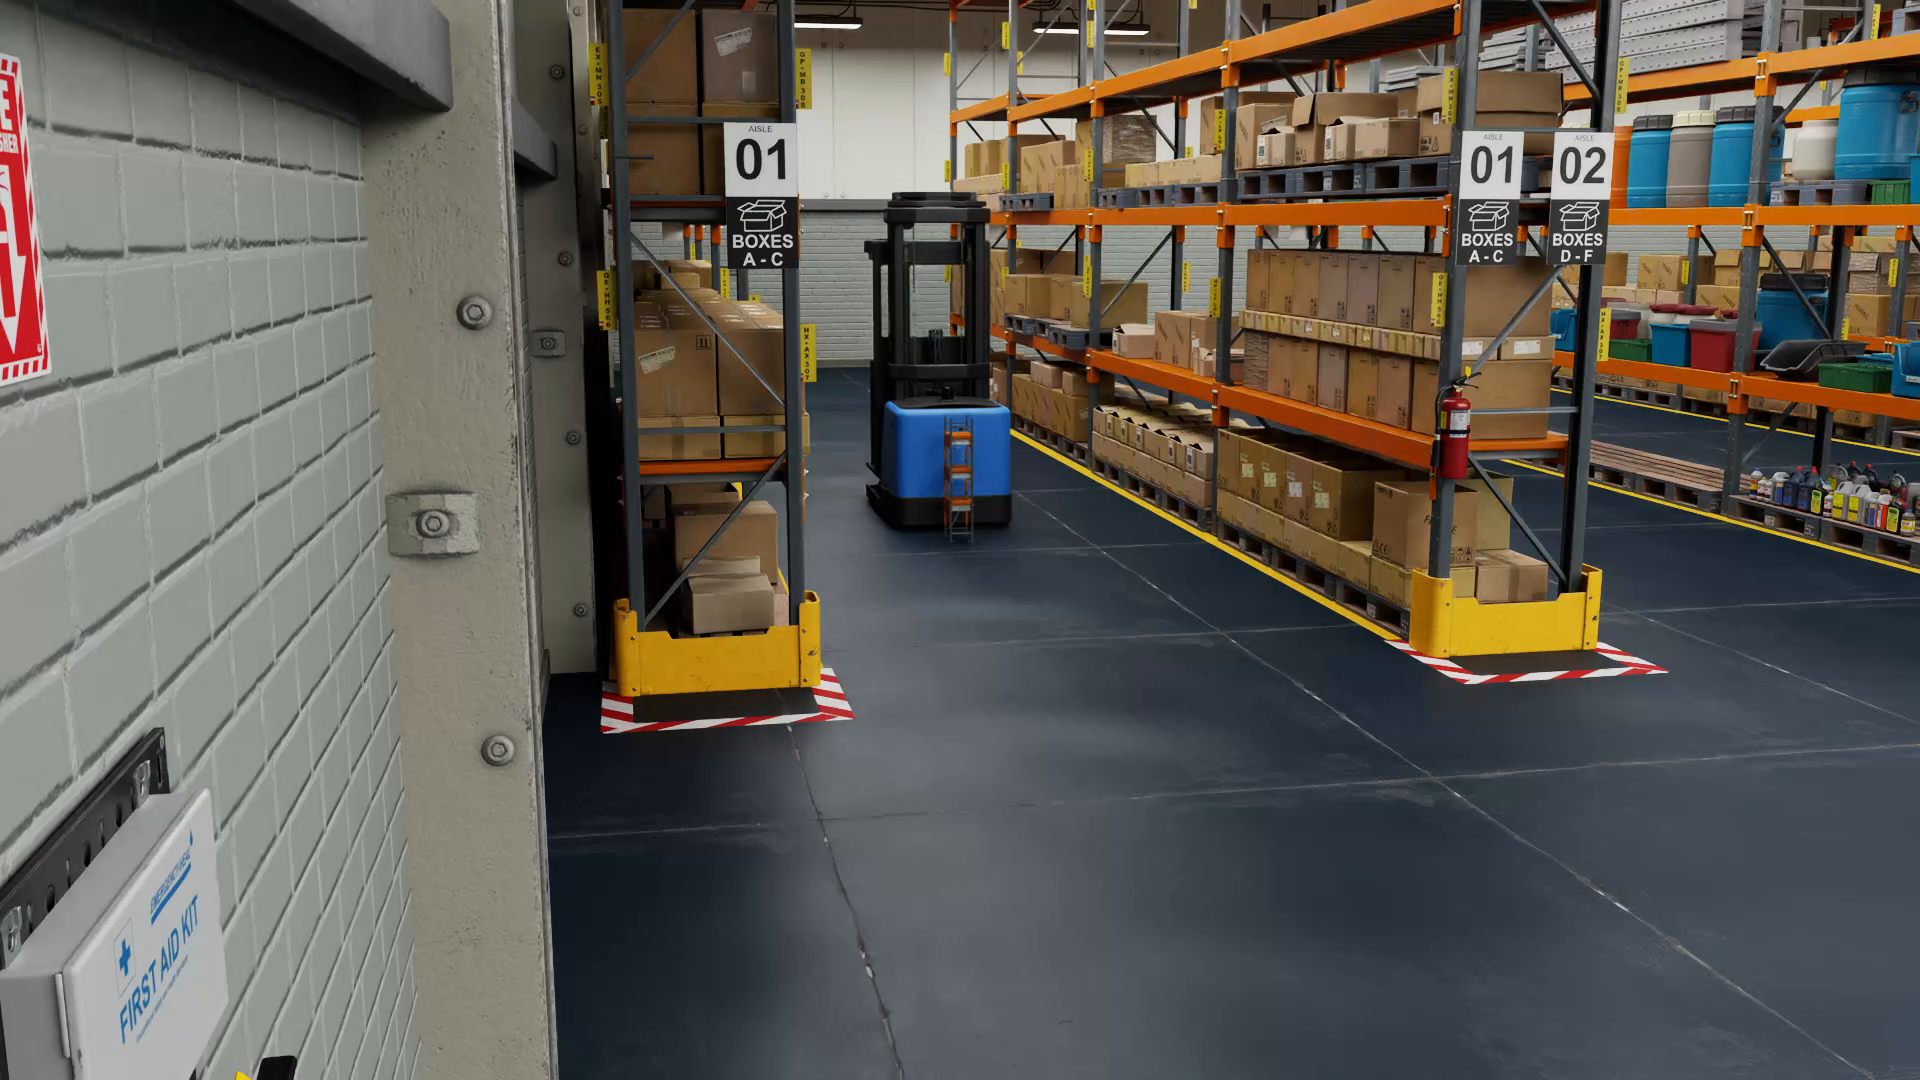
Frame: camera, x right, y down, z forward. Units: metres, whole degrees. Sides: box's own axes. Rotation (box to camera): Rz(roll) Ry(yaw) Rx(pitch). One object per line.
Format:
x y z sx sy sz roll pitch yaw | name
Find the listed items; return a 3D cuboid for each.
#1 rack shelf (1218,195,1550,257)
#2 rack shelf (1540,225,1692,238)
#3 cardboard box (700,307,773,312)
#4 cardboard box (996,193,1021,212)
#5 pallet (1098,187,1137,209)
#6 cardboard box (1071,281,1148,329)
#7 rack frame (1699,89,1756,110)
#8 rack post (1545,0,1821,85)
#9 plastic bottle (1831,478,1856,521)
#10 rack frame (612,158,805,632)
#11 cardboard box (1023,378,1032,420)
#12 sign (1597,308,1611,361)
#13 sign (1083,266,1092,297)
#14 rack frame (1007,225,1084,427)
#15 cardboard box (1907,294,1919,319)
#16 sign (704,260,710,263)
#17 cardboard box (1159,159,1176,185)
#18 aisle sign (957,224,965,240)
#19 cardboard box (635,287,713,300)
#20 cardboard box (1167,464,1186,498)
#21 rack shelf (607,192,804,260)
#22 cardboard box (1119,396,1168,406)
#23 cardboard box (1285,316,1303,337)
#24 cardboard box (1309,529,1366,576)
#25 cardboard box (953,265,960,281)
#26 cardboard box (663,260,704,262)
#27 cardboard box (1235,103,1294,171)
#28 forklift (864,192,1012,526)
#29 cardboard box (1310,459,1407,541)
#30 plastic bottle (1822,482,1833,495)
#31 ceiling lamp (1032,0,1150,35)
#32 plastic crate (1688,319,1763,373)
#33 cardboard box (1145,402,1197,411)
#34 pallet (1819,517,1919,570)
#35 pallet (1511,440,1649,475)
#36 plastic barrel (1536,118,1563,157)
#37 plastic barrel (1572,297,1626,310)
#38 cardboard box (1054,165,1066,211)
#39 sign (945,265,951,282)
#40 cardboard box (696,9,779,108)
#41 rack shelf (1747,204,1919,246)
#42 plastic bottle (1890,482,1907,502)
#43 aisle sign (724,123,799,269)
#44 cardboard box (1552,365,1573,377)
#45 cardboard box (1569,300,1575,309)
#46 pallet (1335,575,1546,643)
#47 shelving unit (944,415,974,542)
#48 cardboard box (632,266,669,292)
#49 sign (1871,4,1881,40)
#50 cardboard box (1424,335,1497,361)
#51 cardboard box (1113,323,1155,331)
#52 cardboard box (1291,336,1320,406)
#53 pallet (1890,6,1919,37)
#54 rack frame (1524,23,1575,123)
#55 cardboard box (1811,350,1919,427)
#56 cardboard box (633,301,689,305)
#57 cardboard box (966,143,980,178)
3.070 -2.284 12.073 1.077 0.370 4.000 -2 11 -11 | rack shelf
10.454 -4.844 25.526 1.077 0.370 4.000 -2 11 -11 | rack shelf
-1.592 -1.394 11.842 0.500 0.500 0.500 -2 11 -13 | cardboard box
0.770 -4.477 22.074 0.500 0.250 0.500 -2 11 -11 | cardboard box
2.123 -3.523 17.168 1.213 0.211 1.003 -2 11 -8 | pallet
1.670 -2.631 18.605 0.700 0.500 0.500 -6 12 -30 | cardboard box
10.843 -6.304 23.251 1.000 3.000 0.127 -2 11 -11 | rack frame
7.073 -5.113 16.458 1.013 1.000 3.121 -2 11 -11 | rack post
7.410 -0.349 13.914 0.144 0.351 0.185 -2 11 -11 | plastic bottle
-1.399 -0.616 9.409 1.000 3.000 0.127 -2 11 -11 | rack frame
1.095 -1.791 21.091 0.500 0.500 0.500 -2 11 -10 | cardboard box
4.005 -1.280 10.371 0.100 0.325 0.005 -2 11 -11 | sign
1.373 -2.772 17.855 0.100 0.325 0.005 -2 11 -11 | sign
1.125 -2.997 21.923 1.000 3.000 0.127 -2 11 -11 | rack frame
11.794 -2.772 20.468 0.500 0.500 0.500 -2 11 -9 | cardboard box
-3.203 -3.368 20.985 0.100 0.325 0.005 -2 11 -11 | sign
2.267 -3.588 16.281 0.500 0.250 0.500 -2 11 -12 | cardboard box
0.046 -5.010 25.544 0.394 0.787 0.004 -2 11 -11 | aisle sign
-2.854 -2.262 16.617 0.700 0.500 0.500 -3 11 -18 | cardboard box
2.220 -0.544 15.264 0.500 0.250 0.500 -2 11 -12 | cardboard box
-1.788 -2.103 11.123 1.077 0.370 4.000 -2 11 -11 | rack shelf
2.095 -1.346 18.754 0.500 0.500 0.500 -2 11 -9 | cardboard box
2.743 -1.654 12.864 0.380 0.149 0.250 -2 11 -13 | cardboard box
2.857 0.077 11.998 0.500 0.250 0.500 -2 11 -11 | cardboard box
0.175 -4.180 25.196 0.500 0.500 0.500 -2 11 -9 | cardboard box
-3.391 -3.314 20.462 0.500 0.250 0.500 -2 11 -10 | cardboard box
2.521 -3.226 13.336 0.500 0.500 0.500 -1 11 -6 | cardboard box
-0.307 -1.791 15.770 1.130 2.935 3.031 -2 11 -10 | forklift
2.854 -0.291 11.928 0.500 0.500 0.500 -2 11 -11 | cardboard box
7.393 -0.362 14.197 0.097 0.271 0.097 0 11 0 | plastic bottle
2.280 -10.128 27.731 2.000 3.185 0.800 -2 11 -11 | ceiling lamp
7.146 -1.819 15.559 0.402 0.464 0.583 -2 11 -11 | plastic crate
2.247 -1.308 17.776 0.500 0.311 0.500 -2 11 -10 | cardboard box
7.871 0.009 13.584 1.003 0.211 1.213 -2 11 -11 | pallet
6.875 -0.930 18.518 1.003 0.211 1.213 -2 11 -11 | pallet
6.655 -4.438 19.199 0.600 0.830 0.708 -2 11 -11 | plastic barrel
7.150 -2.436 18.609 0.600 0.536 0.708 -2 11 -11 | plastic barrel
1.585 -4.054 19.185 0.910 0.500 0.500 -2 11 -11 | cardboard box
-0.185 -4.137 25.592 0.100 0.325 0.005 -2 11 -11 | sign
-1.236 -2.719 9.442 0.500 0.500 0.500 -3 11 -15 | cardboard box
7.930 -2.463 13.016 1.077 0.370 4.000 -2 11 -11 | rack shelf
7.972 -0.355 14.129 0.061 0.283 0.133 -2 11 -11 | plastic bottle
-1.091 -1.891 9.154 0.394 0.787 0.004 -2 11 -11 | aisle sign
10.268 -3.139 27.224 0.875 0.875 0.875 -2 11 -11 | cardboard box
9.964 -3.748 26.540 0.380 0.149 0.250 -2 11 -12 | cardboard box
3.269 0.434 11.349 1.003 0.211 1.213 -2 11 -11 | pallet
-0.010 -0.526 14.150 0.215 1.050 0.252 -2 11 -11 | shelving unit
-3.298 -2.730 17.396 0.500 0.250 0.500 -2 11 -9 | cardboard box
8.083 -4.572 14.710 0.100 0.325 0.005 -2 11 -11 | sign
3.198 -1.228 10.621 0.380 0.149 0.250 -2 11 -12 | cardboard box
1.931 -2.152 17.718 0.500 0.311 0.500 -1 11 -7 | cardboard box
2.976 -1.310 12.787 0.700 0.500 0.500 -2 11 -10 | cardboard box
7.969 -3.993 12.684 1.003 0.211 1.213 -2 11 -11 | pallet
6.763 -5.390 18.450 1.000 3.000 0.127 -2 11 -11 | rack frame
11.507 -1.913 20.786 1.225 0.875 0.875 -3 11 -14 | cardboard box
-2.291 -1.560 12.713 0.500 0.500 0.500 -2 11 -12 | cardboard box
0.478 -5.557 24.404 0.700 0.500 0.500 -2 11 -11 | cardboard box
